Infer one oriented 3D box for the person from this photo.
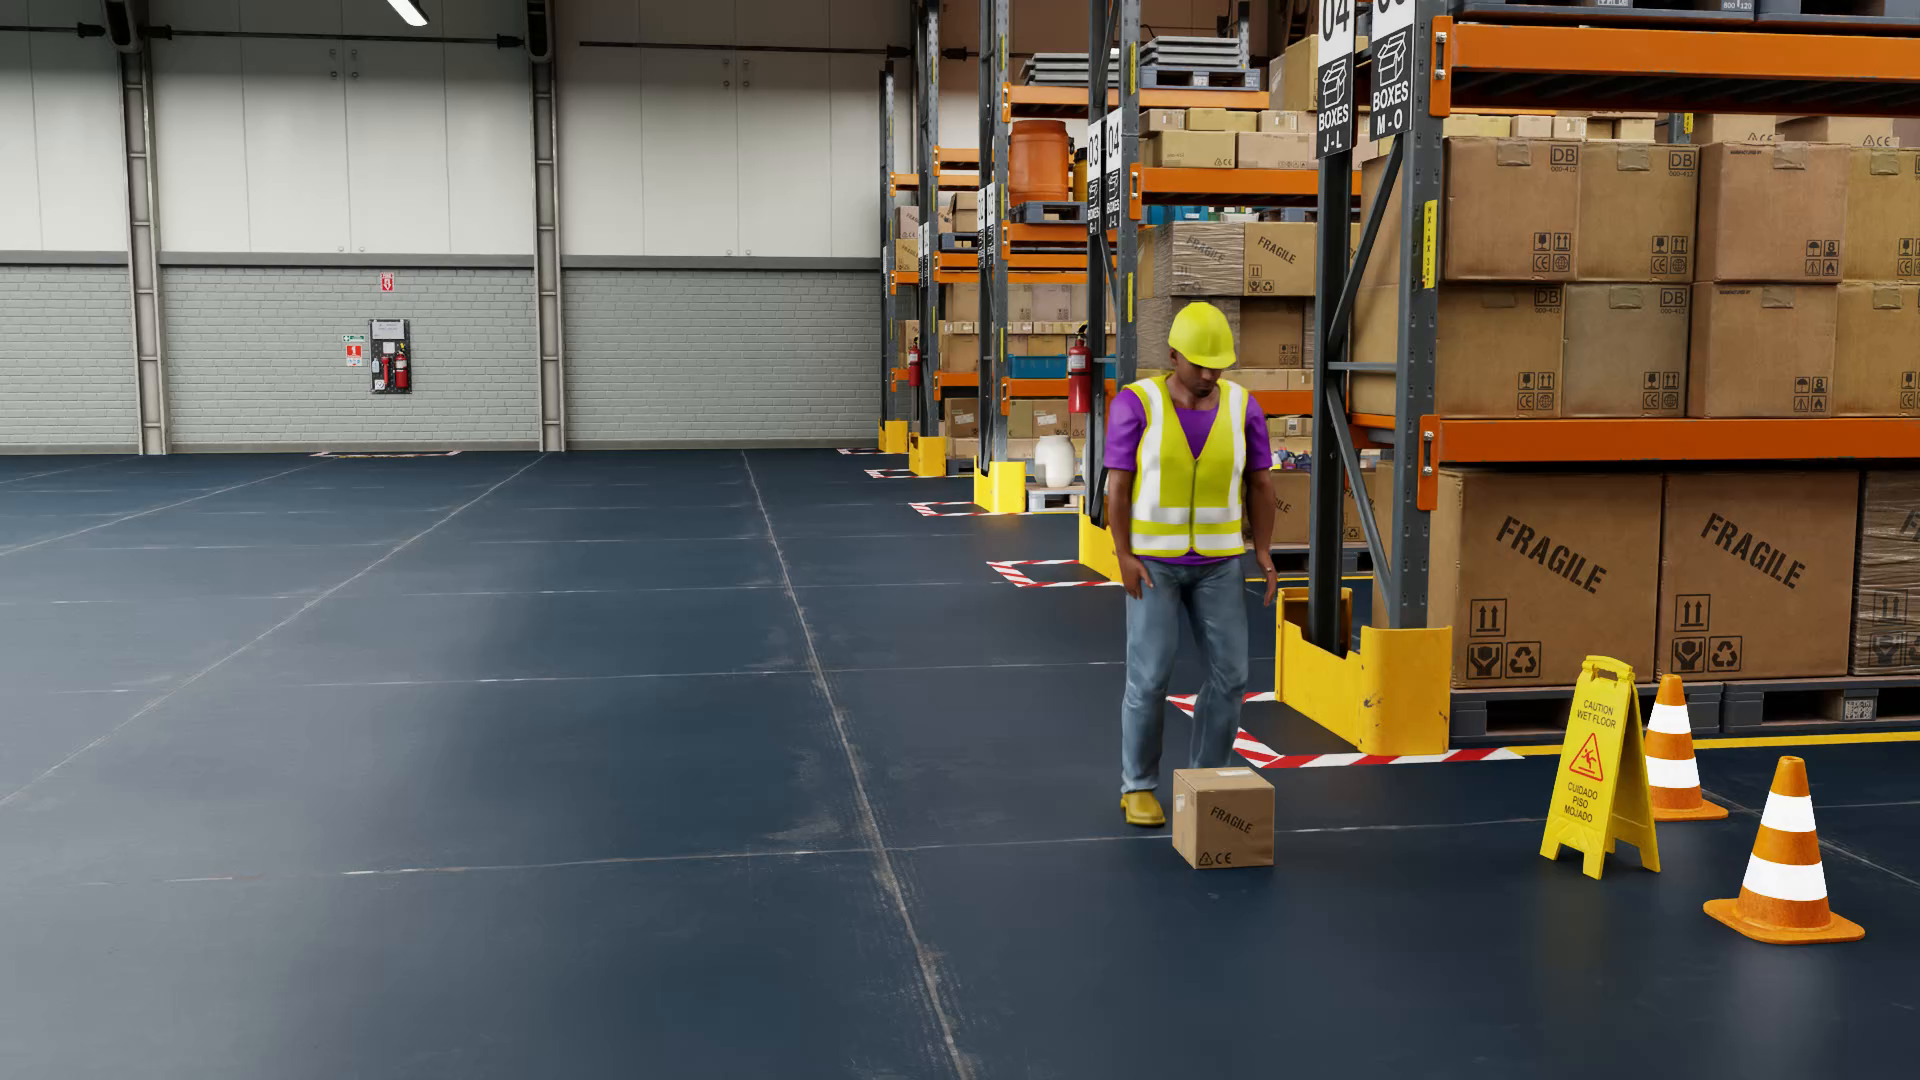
[{"bbox_3d":[0.776,0.078,5.582,0.584,1.734,0.422,-1,6,-7],"label":"person"}]
